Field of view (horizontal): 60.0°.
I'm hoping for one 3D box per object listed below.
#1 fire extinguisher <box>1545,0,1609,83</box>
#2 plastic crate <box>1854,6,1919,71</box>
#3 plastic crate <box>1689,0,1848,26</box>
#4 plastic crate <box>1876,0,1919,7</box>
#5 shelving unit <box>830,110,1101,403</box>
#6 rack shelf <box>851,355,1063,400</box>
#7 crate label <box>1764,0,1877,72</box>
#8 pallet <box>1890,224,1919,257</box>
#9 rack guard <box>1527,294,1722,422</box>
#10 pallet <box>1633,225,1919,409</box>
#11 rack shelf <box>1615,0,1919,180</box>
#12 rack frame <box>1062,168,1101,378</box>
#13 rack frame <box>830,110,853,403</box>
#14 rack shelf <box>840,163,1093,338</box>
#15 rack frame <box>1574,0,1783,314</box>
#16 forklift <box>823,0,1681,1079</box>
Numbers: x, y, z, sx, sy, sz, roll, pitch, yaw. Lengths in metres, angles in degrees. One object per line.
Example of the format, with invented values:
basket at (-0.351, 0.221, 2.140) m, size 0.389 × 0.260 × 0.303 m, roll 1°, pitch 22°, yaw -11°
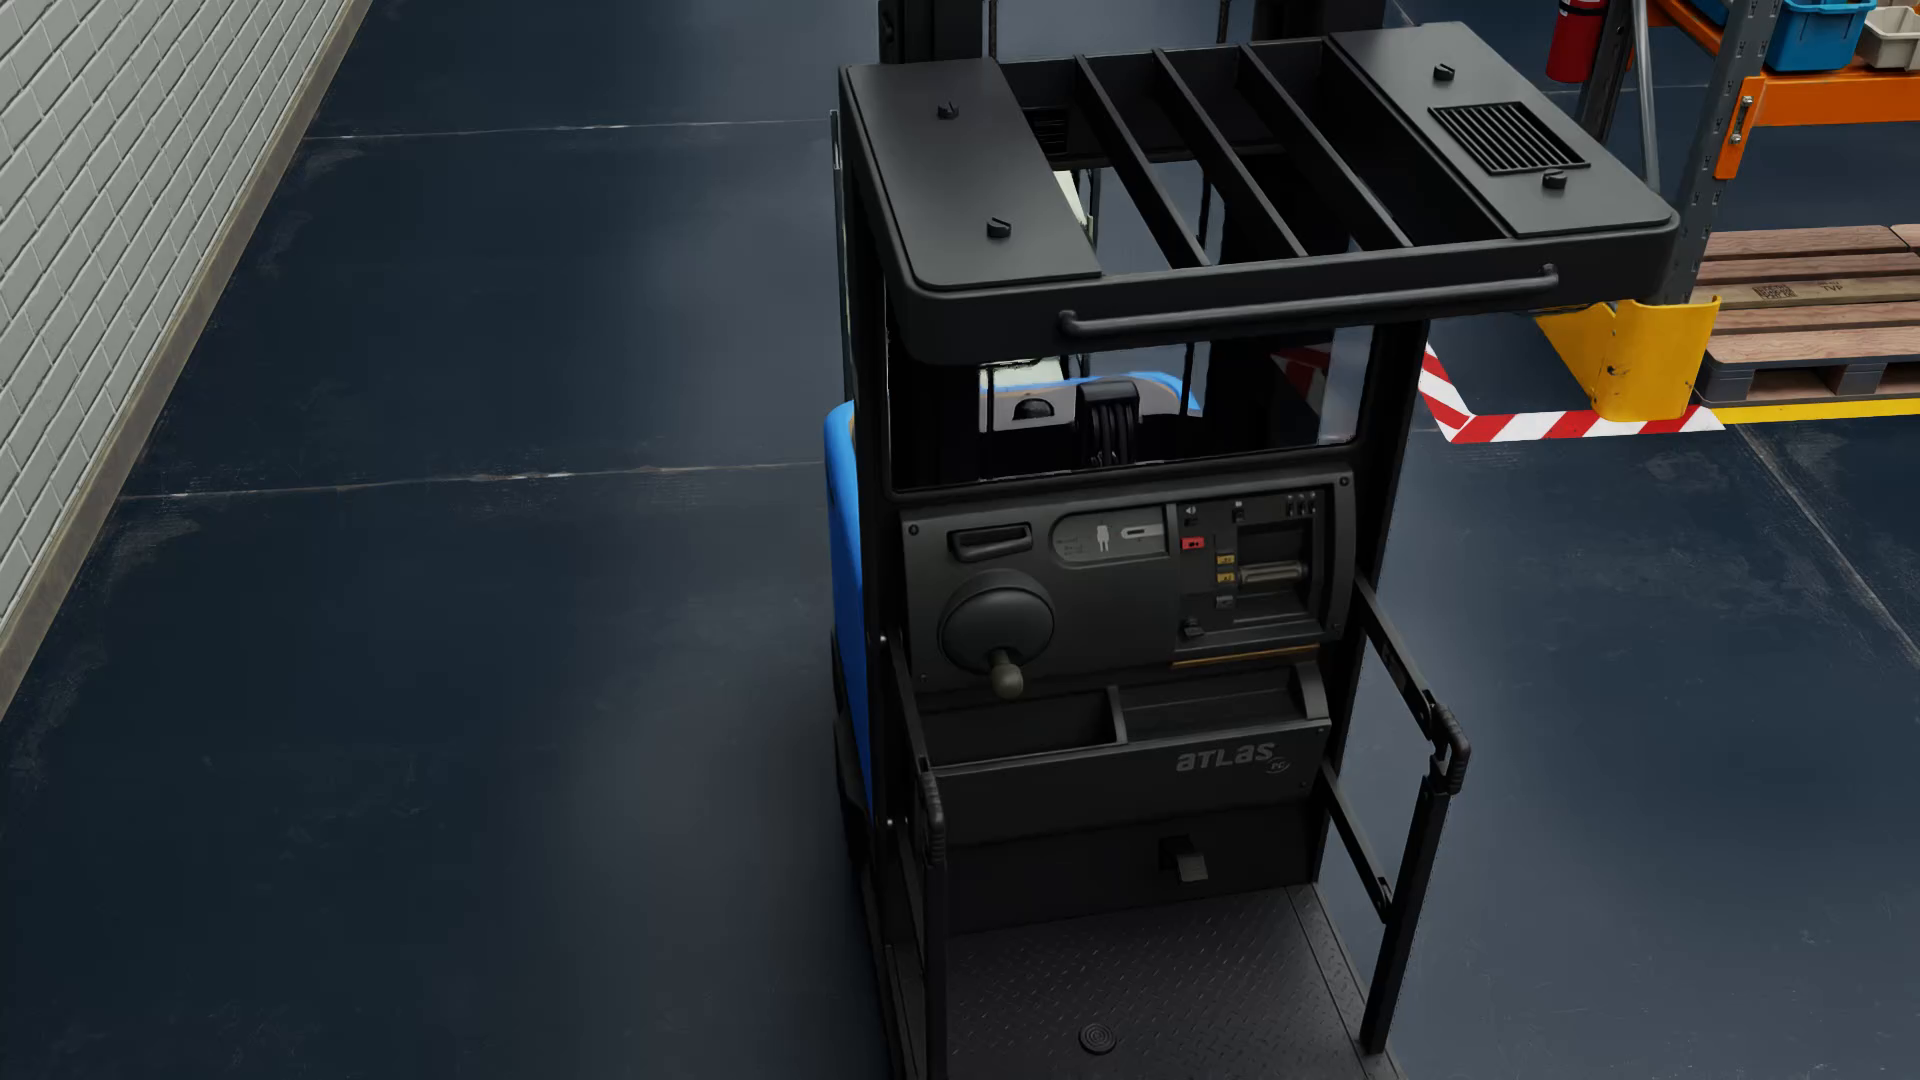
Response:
fire extinguisher at (2.393, -2.096, 6.348) m, size 0.183 × 0.674 × 0.296 m, roll -3°, pitch 38°, yaw -4°
plastic crate at (3.186, -1.697, 5.644) m, size 0.298 × 0.136 × 0.250 m, roll -3°, pitch 38°, yaw -4°
plastic crate at (2.901, -2.171, 6.004) m, size 0.499 × 0.435 × 0.616 m, roll -3°, pitch 38°, yaw -4°
plastic crate at (3.380, -2.077, 6.125) m, size 0.243 × 0.136 × 0.396 m, roll -3°, pitch 38°, yaw -4°
shelving unit at (0.007, -0.589, 5.286) m, size 0.755 × 1.500 × 0.431 m, roll -3°, pitch 38°, yaw -4°
rack shelf at (0.007, -0.333, 5.488) m, size 0.720 × 0.370 × 0.431 m, roll -3°, pitch 38°, yaw -4°
crate label at (2.859, -1.769, 5.657) m, size 0.303 × 0.233 × 0.416 m, roll -3°, pitch 38°, yaw -4°
pallet at (4.621, -0.992, 6.837) m, size 1.213 × 0.211 × 1.003 m, roll -3°, pitch 38°, yaw -4°
rack guard at (2.561, -1.010, 6.626) m, size 0.348 × 0.500 × 1.175 m, roll -3°, pitch 38°, yaw -4°
pallet at (3.409, -0.927, 6.755) m, size 1.213 × 0.211 × 1.003 m, roll -3°, pitch 38°, yaw -4°
rack shelf at (4.576, -1.828, 6.226) m, size 4.000 × 0.370 × 1.077 m, roll -3°, pitch 38°, yaw -4°
rack frame at (0.371, -0.609, 5.311) m, size 0.023 × 1.500 × 0.400 m, roll -3°, pitch 38°, yaw -4°
rack frame at (-0.358, -0.569, 5.260) m, size 0.023 × 1.500 × 0.400 m, roll -3°, pitch 38°, yaw -4°
rack shelf at (0.007, -0.896, 5.044) m, size 0.720 × 0.370 × 0.431 m, roll -3°, pitch 38°, yaw -4°
rack frame at (2.584, -2.000, 5.864) m, size 0.127 × 3.000 × 1.000 m, roll -3°, pitch 38°, yaw -4°
forklift at (0.388, 0.157, 3.184) m, size 1.130 × 2.935 × 3.031 m, roll -7°, pitch 39°, yaw -8°
